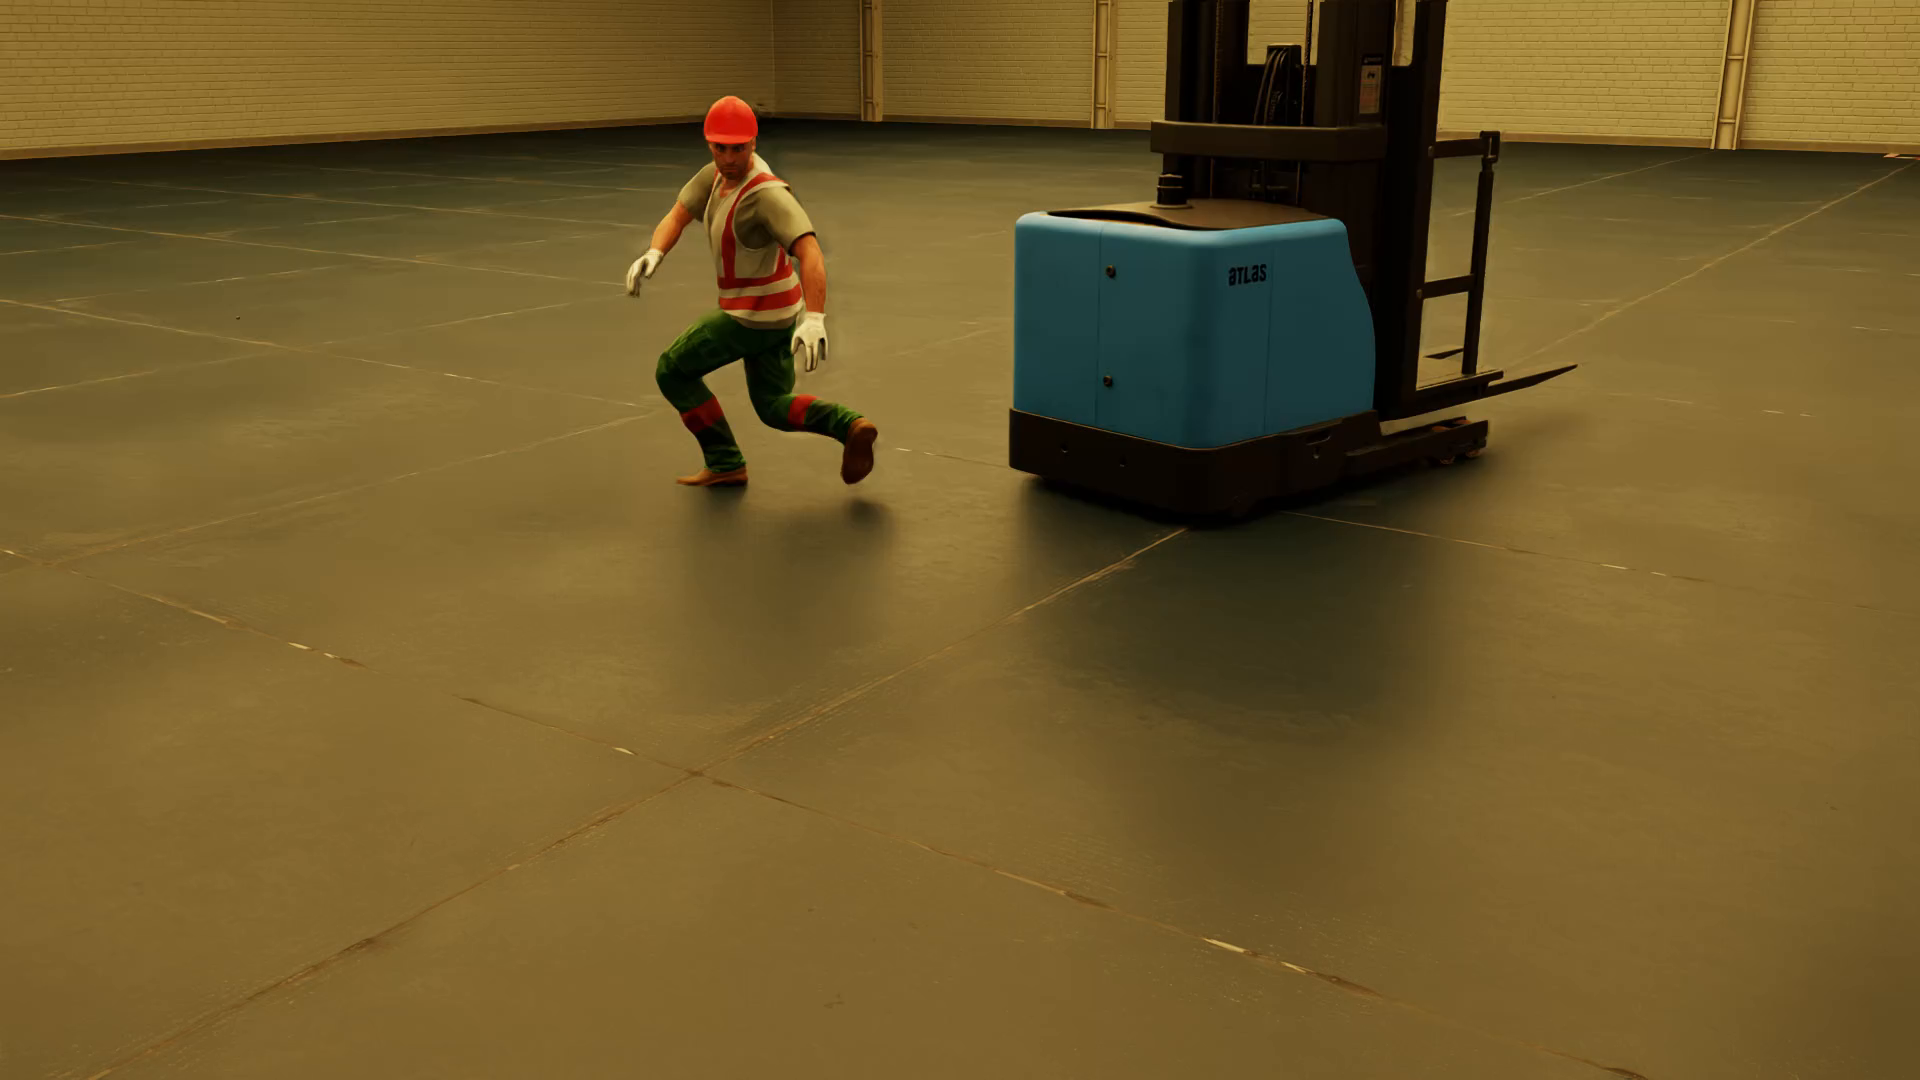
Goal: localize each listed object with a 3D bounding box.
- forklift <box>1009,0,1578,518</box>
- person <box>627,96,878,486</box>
[{"bbox_3d":[1.629,-1.818,6.912,3.031,2.935,1.130,-15,22,-40],"label":"forklift"},{"bbox_3d":[-0.779,-0.908,6.389,0.931,1.548,0.663,2,17,6],"label":"person"}]
